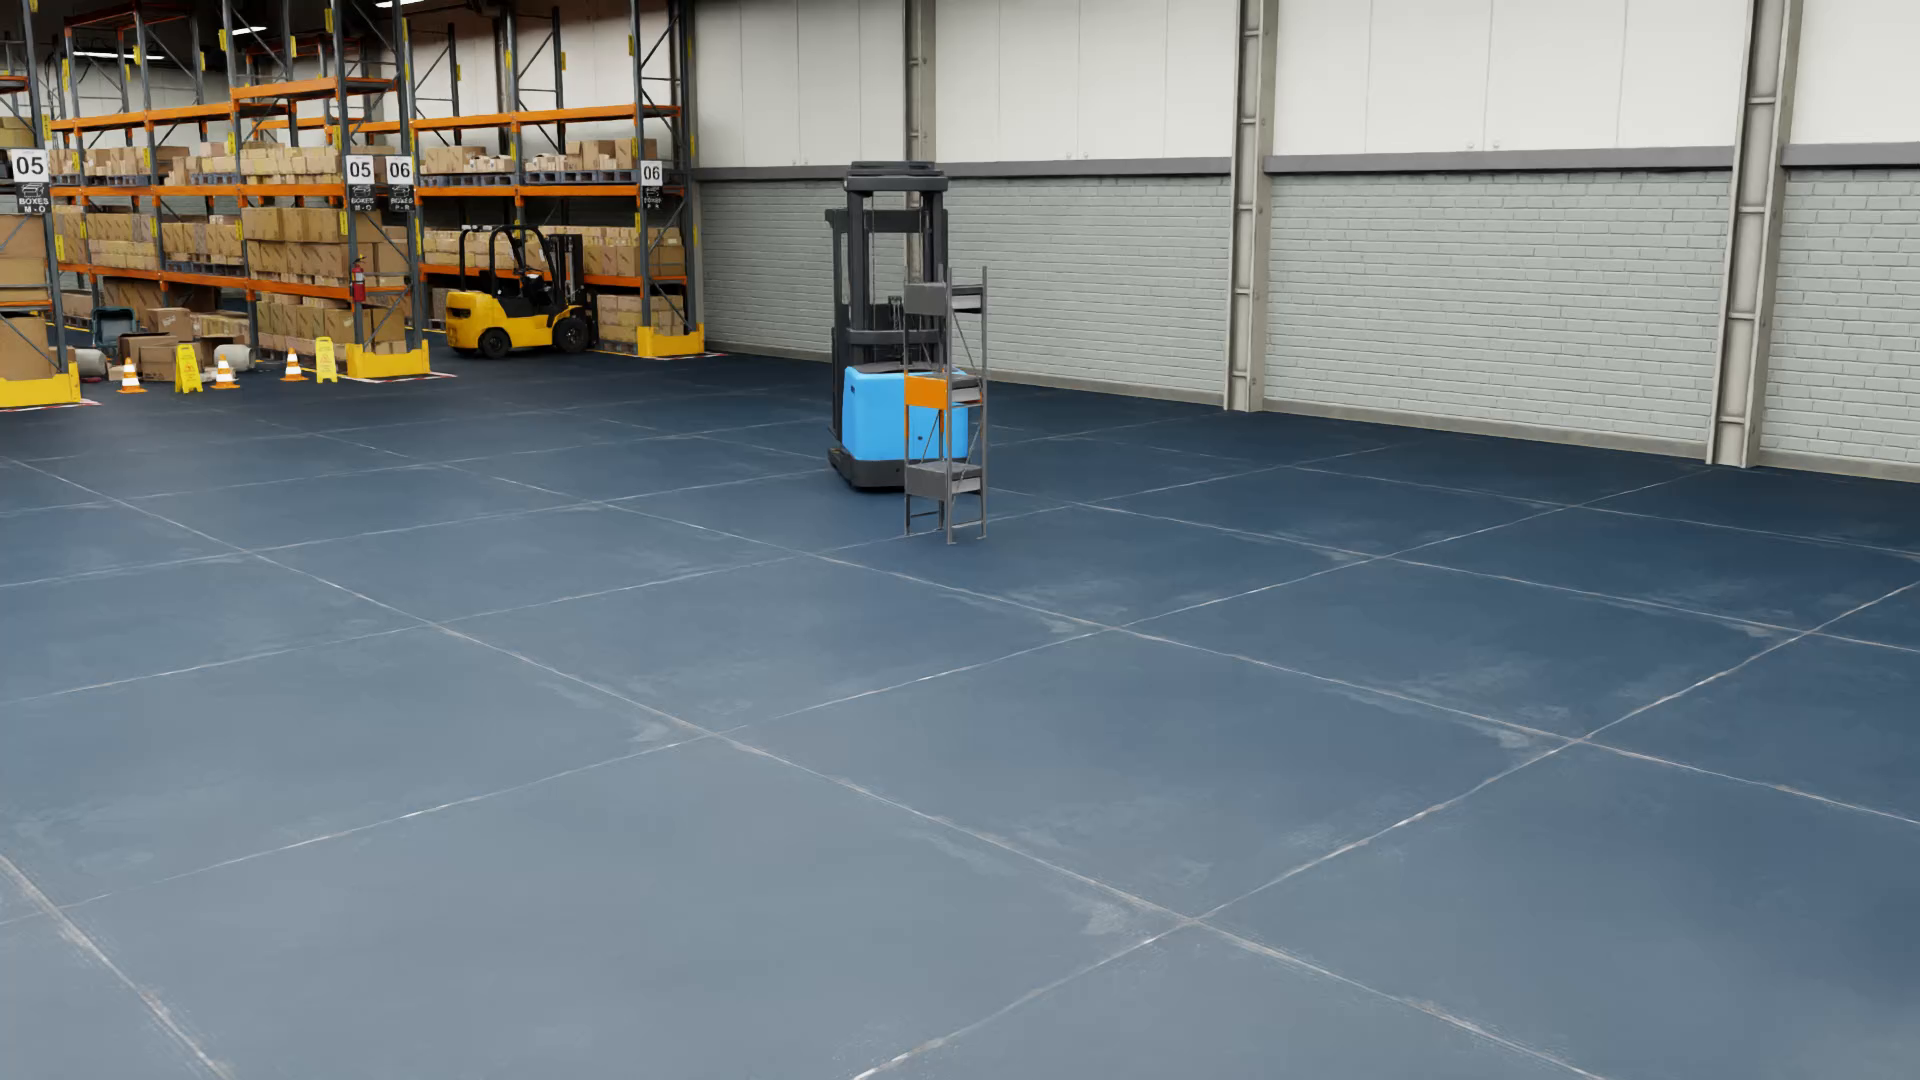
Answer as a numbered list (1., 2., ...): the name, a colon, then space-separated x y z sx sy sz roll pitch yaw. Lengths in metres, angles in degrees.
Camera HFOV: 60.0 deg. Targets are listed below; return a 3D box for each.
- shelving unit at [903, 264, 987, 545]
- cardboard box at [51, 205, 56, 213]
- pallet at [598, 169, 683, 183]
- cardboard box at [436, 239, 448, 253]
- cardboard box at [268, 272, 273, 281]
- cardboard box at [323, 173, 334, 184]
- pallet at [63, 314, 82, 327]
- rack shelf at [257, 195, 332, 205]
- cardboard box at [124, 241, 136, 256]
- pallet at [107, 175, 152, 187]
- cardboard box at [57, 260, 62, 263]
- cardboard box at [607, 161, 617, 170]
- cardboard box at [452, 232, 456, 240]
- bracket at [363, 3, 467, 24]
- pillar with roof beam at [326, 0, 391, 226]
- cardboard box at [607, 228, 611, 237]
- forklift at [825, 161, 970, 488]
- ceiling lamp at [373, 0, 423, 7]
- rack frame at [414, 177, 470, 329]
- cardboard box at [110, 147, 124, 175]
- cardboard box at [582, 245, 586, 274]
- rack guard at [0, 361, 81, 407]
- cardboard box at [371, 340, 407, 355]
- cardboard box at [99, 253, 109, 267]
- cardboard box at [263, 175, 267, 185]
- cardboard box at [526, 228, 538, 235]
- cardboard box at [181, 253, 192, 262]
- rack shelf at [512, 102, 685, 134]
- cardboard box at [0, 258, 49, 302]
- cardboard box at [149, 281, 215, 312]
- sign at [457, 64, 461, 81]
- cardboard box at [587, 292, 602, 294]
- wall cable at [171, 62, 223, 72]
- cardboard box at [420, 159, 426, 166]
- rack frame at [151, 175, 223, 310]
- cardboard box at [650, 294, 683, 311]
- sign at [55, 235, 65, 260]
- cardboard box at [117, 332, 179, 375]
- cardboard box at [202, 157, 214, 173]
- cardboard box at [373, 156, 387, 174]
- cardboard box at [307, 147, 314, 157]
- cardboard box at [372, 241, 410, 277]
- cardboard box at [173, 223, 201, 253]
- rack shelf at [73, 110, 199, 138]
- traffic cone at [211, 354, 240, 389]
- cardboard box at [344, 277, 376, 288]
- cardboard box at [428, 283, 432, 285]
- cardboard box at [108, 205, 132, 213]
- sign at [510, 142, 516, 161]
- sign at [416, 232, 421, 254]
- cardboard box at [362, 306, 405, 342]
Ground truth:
1. shelving unit: -0.114 -1.053 12.817 0.431 2.100 0.503 -11 16 -43
2. cardboard box: -18.459 -6.800 34.151 0.250 0.149 0.380 11 16 44
3. pallet: -5.378 -6.156 28.144 1.003 0.211 1.213 -11 16 -43
4. cardboard box: -9.958 -5.790 32.716 0.500 0.250 0.500 -10 15 -41
5. cardboard box: -10.855 -4.237 26.666 0.380 0.149 0.250 -11 16 -43
6. cardboard box: -9.140 -5.322 24.499 0.380 0.149 0.250 -11 16 -42
7. pallet: -18.098 -4.617 34.797 1.003 0.211 1.213 -11 16 -43
8. rack shelf: -14.576 -7.783 37.606 1.077 0.370 4.000 -11 16 -43
9. cardboard box: -15.264 -5.452 31.072 0.500 0.250 0.500 11 16 44
10. pallet: -15.278 -6.725 31.153 1.003 0.211 1.213 -10 15 -40
11. cardboard box: -18.355 -5.988 34.293 0.500 0.500 0.500 -10 15 -41
12. cardboard box: -5.700 -6.303 27.971 0.250 0.149 0.380 11 16 44
13. cardboard box: -9.660 -5.929 32.398 0.380 0.149 0.250 -11 16 -42
14. bracket: -11.203 -10.815 34.183 0.076 0.066 4.783 -11 16 -43
15. pillar with roof beam: -16.138 -8.940 34.005 9.100 9.000 0.548 -11 16 -43
16. cardboard box: -5.819 -5.272 28.472 0.380 0.149 0.250 -11 16 -42
17. forklift: -0.704 -2.154 16.104 1.130 2.935 3.031 -2 12 -11
18. ceiling lamp: -9.165 -10.678 27.974 0.800 3.185 2.000 -11 16 -43
19. rack frame: -10.433 -5.791 33.586 1.000 3.000 0.127 -11 16 -43
20. cardboard box: -15.447 -7.039 30.923 0.500 0.500 0.500 -11 16 -42
21. cardboard box: -6.499 -4.931 29.165 0.500 0.500 0.500 -11 16 -42
22. rack guard: -11.989 -1.999 21.375 1.175 0.500 0.348 -11 16 -43
23. cardboard box: -8.853 -2.946 25.553 0.500 0.250 0.500 -11 16 -43
24. cardboard box: -16.311 -5.433 32.219 0.500 0.250 0.500 11 16 44
25. cardboard box: -10.829 -5.715 26.405 0.380 0.149 0.250 -11 16 -43
26. cardboard box: -7.665 -5.632 30.221 0.380 0.149 0.250 -10 16 -41
27. cardboard box: -13.429 -4.973 29.196 0.380 0.149 0.250 -11 16 -42
28. rack shelf: -6.289 -7.305 28.844 1.077 0.370 4.000 -11 16 -43
29. cardboard box: -12.295 -3.348 21.357 0.875 0.550 0.550 -11 16 -43
30. cardboard box: -14.437 -4.376 30.944 0.875 0.875 0.875 -11 16 -43
31. sign: -10.034 -9.342 33.249 0.100 0.325 0.005 -11 16 -43
32. cardboard box: -6.509 -4.217 29.241 0.500 0.250 0.500 -11 16 -44
33. wall cable: -18.929 -13.623 42.951 2.988 3.039 0.133 -11 16 -43
34. cardboard box: -10.884 -7.537 33.272 0.380 0.149 0.250 -10 15 -41
35. rack frame: -14.020 -5.099 30.226 1.000 3.000 0.127 -11 16 -43
36. cardboard box: -5.103 -4.069 28.522 0.500 0.250 0.500 -11 16 -43
37. sign: -11.600 -3.766 21.415 0.100 0.325 0.005 -11 16 -43
38. cardboard box: -12.191 -2.814 24.986 0.797 0.637 0.503 -11 16 -43
39. cardboard box: -12.463 -6.331 28.102 0.500 0.250 0.500 -11 16 -42
40. cardboard box: -8.650 -5.583 24.778 0.500 0.250 0.500 -11 16 -44
41. cardboard box: -9.584 -5.835 25.011 0.380 0.149 0.250 -11 16 -43
42. cardboard box: -8.622 -4.234 25.042 0.500 0.500 0.500 -11 16 -43
43. cardboard box: -13.512 -5.326 29.304 0.500 0.500 0.500 -10 15 -40
44. rack shelf: -15.401 -7.781 31.151 1.077 0.370 4.000 -11 16 -43
45. traffic cone: -10.294 -2.367 23.256 0.336 0.463 0.334 -11 16 -43
46. cardboard box: -8.908 -3.833 24.705 0.380 0.149 0.250 -10 15 -41
47. cardboard box: -10.961 -5.277 34.639 0.380 0.149 0.250 -11 16 -42
48. cardboard box: -16.813 -6.621 33.282 0.380 0.149 0.250 -11 16 -43
49. sign: -8.056 -7.007 29.992 0.100 0.325 0.005 -11 16 -43
50. sign: -8.103 -4.431 24.839 0.100 0.325 0.005 -11 16 -43
51. cardboard box: -8.869 -3.317 25.494 0.500 0.500 0.500 11 16 43
